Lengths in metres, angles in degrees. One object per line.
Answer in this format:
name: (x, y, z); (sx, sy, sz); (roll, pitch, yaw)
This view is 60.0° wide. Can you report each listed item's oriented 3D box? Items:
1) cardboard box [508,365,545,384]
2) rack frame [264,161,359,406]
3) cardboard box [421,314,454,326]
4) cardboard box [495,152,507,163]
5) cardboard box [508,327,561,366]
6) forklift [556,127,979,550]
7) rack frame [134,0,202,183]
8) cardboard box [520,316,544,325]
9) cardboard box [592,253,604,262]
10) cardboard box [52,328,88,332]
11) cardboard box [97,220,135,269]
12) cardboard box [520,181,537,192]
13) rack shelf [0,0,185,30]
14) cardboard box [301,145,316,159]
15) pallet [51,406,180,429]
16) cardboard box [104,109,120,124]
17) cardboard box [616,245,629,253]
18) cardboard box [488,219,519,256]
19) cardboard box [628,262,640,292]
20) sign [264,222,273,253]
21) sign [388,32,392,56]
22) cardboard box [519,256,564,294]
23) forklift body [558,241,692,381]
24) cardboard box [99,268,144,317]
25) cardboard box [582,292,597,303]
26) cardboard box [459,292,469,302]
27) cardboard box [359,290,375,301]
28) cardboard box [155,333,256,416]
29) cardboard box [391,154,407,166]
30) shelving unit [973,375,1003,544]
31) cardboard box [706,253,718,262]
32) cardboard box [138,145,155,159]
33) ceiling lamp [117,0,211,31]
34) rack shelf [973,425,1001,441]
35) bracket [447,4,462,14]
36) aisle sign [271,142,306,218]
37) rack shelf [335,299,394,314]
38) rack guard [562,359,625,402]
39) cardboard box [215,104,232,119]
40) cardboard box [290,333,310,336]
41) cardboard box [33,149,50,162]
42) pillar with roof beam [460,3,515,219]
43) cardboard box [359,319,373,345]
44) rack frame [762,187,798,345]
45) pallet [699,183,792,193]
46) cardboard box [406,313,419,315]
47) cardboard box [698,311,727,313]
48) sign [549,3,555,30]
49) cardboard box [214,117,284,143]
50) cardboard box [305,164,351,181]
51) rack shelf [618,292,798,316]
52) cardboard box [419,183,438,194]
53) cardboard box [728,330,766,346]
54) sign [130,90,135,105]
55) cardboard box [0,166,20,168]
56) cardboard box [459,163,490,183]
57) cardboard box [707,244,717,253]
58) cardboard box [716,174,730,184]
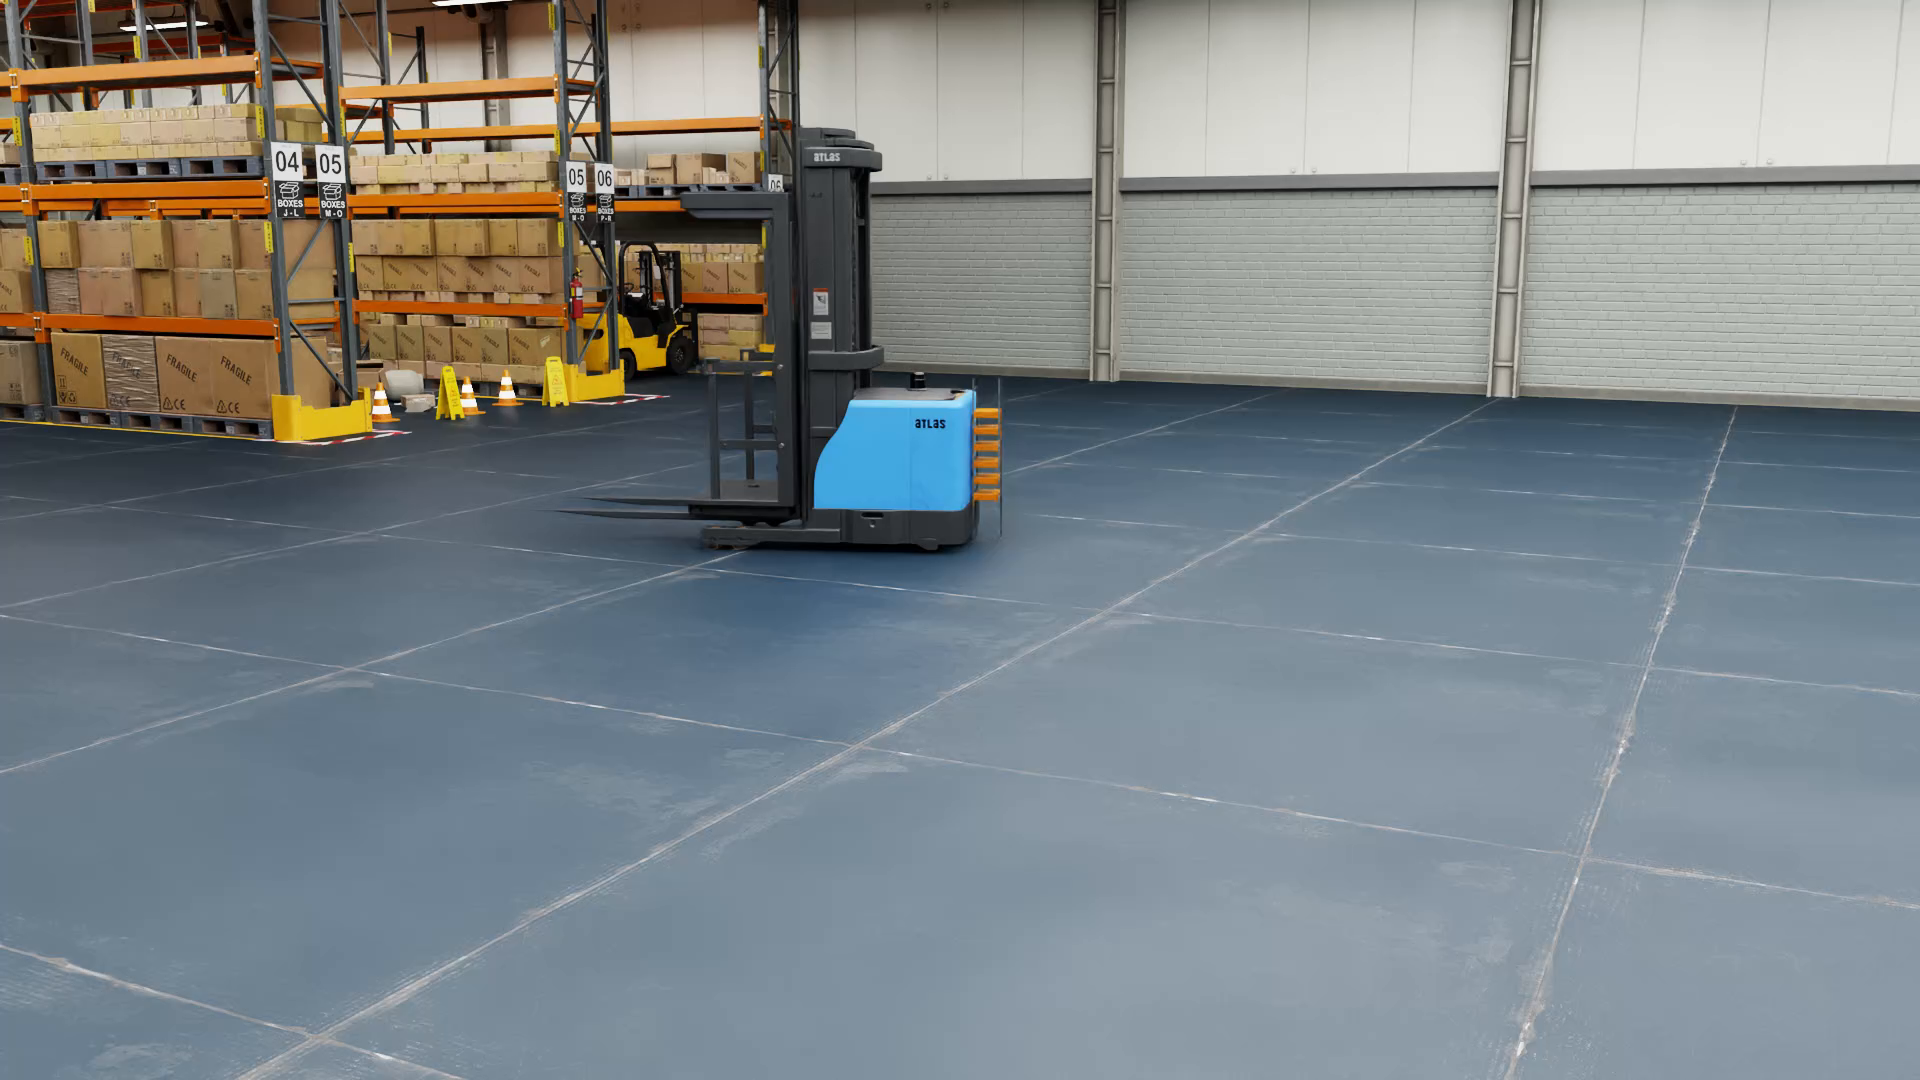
cardboard box: (-5.949, -2.331, 23.231); (0.500, 0.250, 0.500); (5, 11, 26)
rack frame: (-7.183, -2.657, 18.486); (0.127, 3.000, 1.000); (5, 11, 26)
cardboard box: (-7.471, -3.142, 23.783); (0.250, 0.149, 0.380); (6, 12, 29)
cardboard box: (-6.173, -5.251, 22.866); (0.250, 0.149, 0.380); (5, 11, 26)
cardboard box: (-5.917, -2.699, 23.158); (0.500, 0.500, 0.500); (5, 11, 26)
forklift: (-1.411, -1.462, 12.077); (3.031, 2.935, 1.130); (1, 10, 7)
rack frame: (-12.257, -7.038, 25.847); (0.127, 3.000, 1.000); (5, 11, 26)
cardboard box: (-7.643, -3.703, 29.758); (0.625, 0.625, 0.875); (5, 11, 25)
cardboard box: (-6.075, -4.844, 28.473); (0.250, 0.149, 0.380); (5, 12, 27)
cardboard box: (-14.440, -3.456, 27.689); (0.875, 0.875, 0.875); (5, 12, 27)
cardboard box: (-9.486, -3.453, 19.434); (0.550, 0.550, 0.875); (5, 11, 26)
cardboard box: (-5.764, -4.805, 22.641); (0.250, 0.149, 0.380); (5, 11, 26)
rack shelf: (-14.051, -8.477, 26.486); (4.000, 0.370, 1.077); (5, 11, 26)
cardboard box: (-7.348, -4.343, 18.627); (0.250, 0.149, 0.380); (5, 11, 26)
pallet: (-10.123, -1.527, 20.076); (1.213, 0.211, 1.003); (5, 11, 26)
cardboard box: (-9.452, -4.789, 18.854); (0.250, 0.149, 0.380); (5, 11, 26)
cardboard box: (-5.630, -4.944, 28.188); (0.250, 0.149, 0.380); (5, 12, 27)
cardboard box: (-6.088, -4.189, 23.031); (0.500, 0.500, 0.700); (5, 11, 26)
cardboard box: (-5.266, -4.458, 28.157); (0.500, 0.500, 0.500); (5, 11, 25)
sign: (-7.435, -3.257, 17.889); (0.005, 0.325, 0.100); (5, 11, 26)
sign: (-8.414, -7.306, 24.486); (0.005, 0.325, 0.100); (5, 11, 26)
cardboard box: (-5.692, -3.649, 22.856); (0.500, 0.500, 0.500); (5, 11, 25)
forklift body: (-5.398, -3.689, 26.571); (1.214, 2.155, 2.313); (5, 11, 26)
cardboard box: (-9.498, -2.917, 19.506); (0.550, 0.550, 0.875); (5, 11, 26)
cardboard box: (-5.296, -3.391, 23.251); (0.250, 0.149, 0.380); (5, 11, 26)
cardboard box: (-6.875, -3.450, 23.577); (0.250, 0.149, 0.380); (5, 11, 26)
cardboard box: (-8.530, -3.571, 24.242); (0.250, 0.149, 0.380); (5, 11, 26)
cardboard box: (-8.610, -1.930, 19.256); (0.875, 0.875, 0.875); (5, 11, 25)
cardboard box: (-7.830, -5.375, 23.550); (0.250, 0.149, 0.380); (5, 11, 25)
shelving unit: (0.201, -0.588, 12.108); (0.189, 1.200, 0.258); (1, 10, 7)
cardboard box: (-3.990, -4.666, 27.487); (0.250, 0.149, 0.380); (5, 11, 25)
cardboard box: (-8.998, -4.357, 18.705); (0.250, 0.149, 0.380); (5, 11, 27)
ceiling lamp: (-13.872, -10.601, 29.146); (2.000, 3.185, 0.800); (5, 11, 26)
rack shelf: (0.201, -0.780, 12.073); (0.180, 0.103, 0.258); (1, 10, 7)
bracket: (-9.026, -9.619, 30.004); (0.430, 0.232, 0.235); (5, 11, 26)
aisle sign: (-7.252, -3.882, 17.959); (0.004, 0.787, 0.394); (5, 11, 26)
rack shelf: (-10.464, -3.574, 25.575); (4.000, 0.370, 1.077); (5, 11, 26)
rack guard: (-5.151, -2.231, 23.154); (0.348, 0.500, 1.175); (5, 11, 26)
cardboard box: (-7.858, -4.649, 18.081); (0.250, 0.149, 0.380); (5, 11, 26)
cardboard box: (-9.431, -2.626, 23.211); (0.500, 0.500, 0.500); (5, 11, 26)
cardboard box: (-10.594, -4.497, 19.478); (0.250, 0.149, 0.380); (5, 11, 25)
pillar with roof beam: (-10.401, -7.184, 26.658); (0.548, 9.000, 9.100); (5, 11, 26)
cardboard box: (-10.983, -3.895, 31.170); (0.500, 0.500, 0.500); (5, 11, 25)
rack frame: (-2.890, -4.248, 27.280); (0.127, 3.000, 1.000); (5, 11, 26)
pallet: (-3.513, -5.741, 27.351); (1.213, 0.211, 1.003); (5, 11, 26)
cardboard box: (-10.394, -4.265, 31.393); (0.250, 0.149, 0.380); (6, 12, 29)
cardboard box: (-4.131, -3.742, 28.216); (0.500, 0.250, 0.500); (5, 11, 25)
sign: (-5.347, -6.858, 21.786); (0.005, 0.325, 0.100); (5, 11, 26)
cardboard box: (-7.745, -4.455, 18.126); (0.500, 0.250, 0.500); (5, 11, 27)
cardboard box: (-9.258, -5.402, 24.475); (0.500, 0.250, 0.500); (5, 11, 25)
rack shelf: (-4.684, -4.052, 28.215); (4.000, 0.370, 1.077); (5, 11, 26)
cardboard box: (-7.382, -4.943, 23.404); (0.250, 0.149, 0.380); (5, 11, 25)
cardboard box: (-3.465, -3.336, 27.379); (0.500, 0.250, 0.500); (5, 11, 25)
sign: (-16.975, -9.086, 34.096); (0.005, 0.325, 0.100); (5, 11, 26)
cardboard box: (-11.912, -4.732, 20.776); (0.250, 0.149, 0.380); (5, 11, 26)
cardboard box: (-6.579, -5.081, 23.045); (0.500, 0.250, 0.500); (5, 12, 27)
cardboard box: (-3.977, -4.820, 27.501); (0.250, 0.149, 0.380); (5, 11, 26)
cardboard box: (-3.768, -5.873, 27.082); (0.250, 0.149, 0.380); (5, 11, 24)
